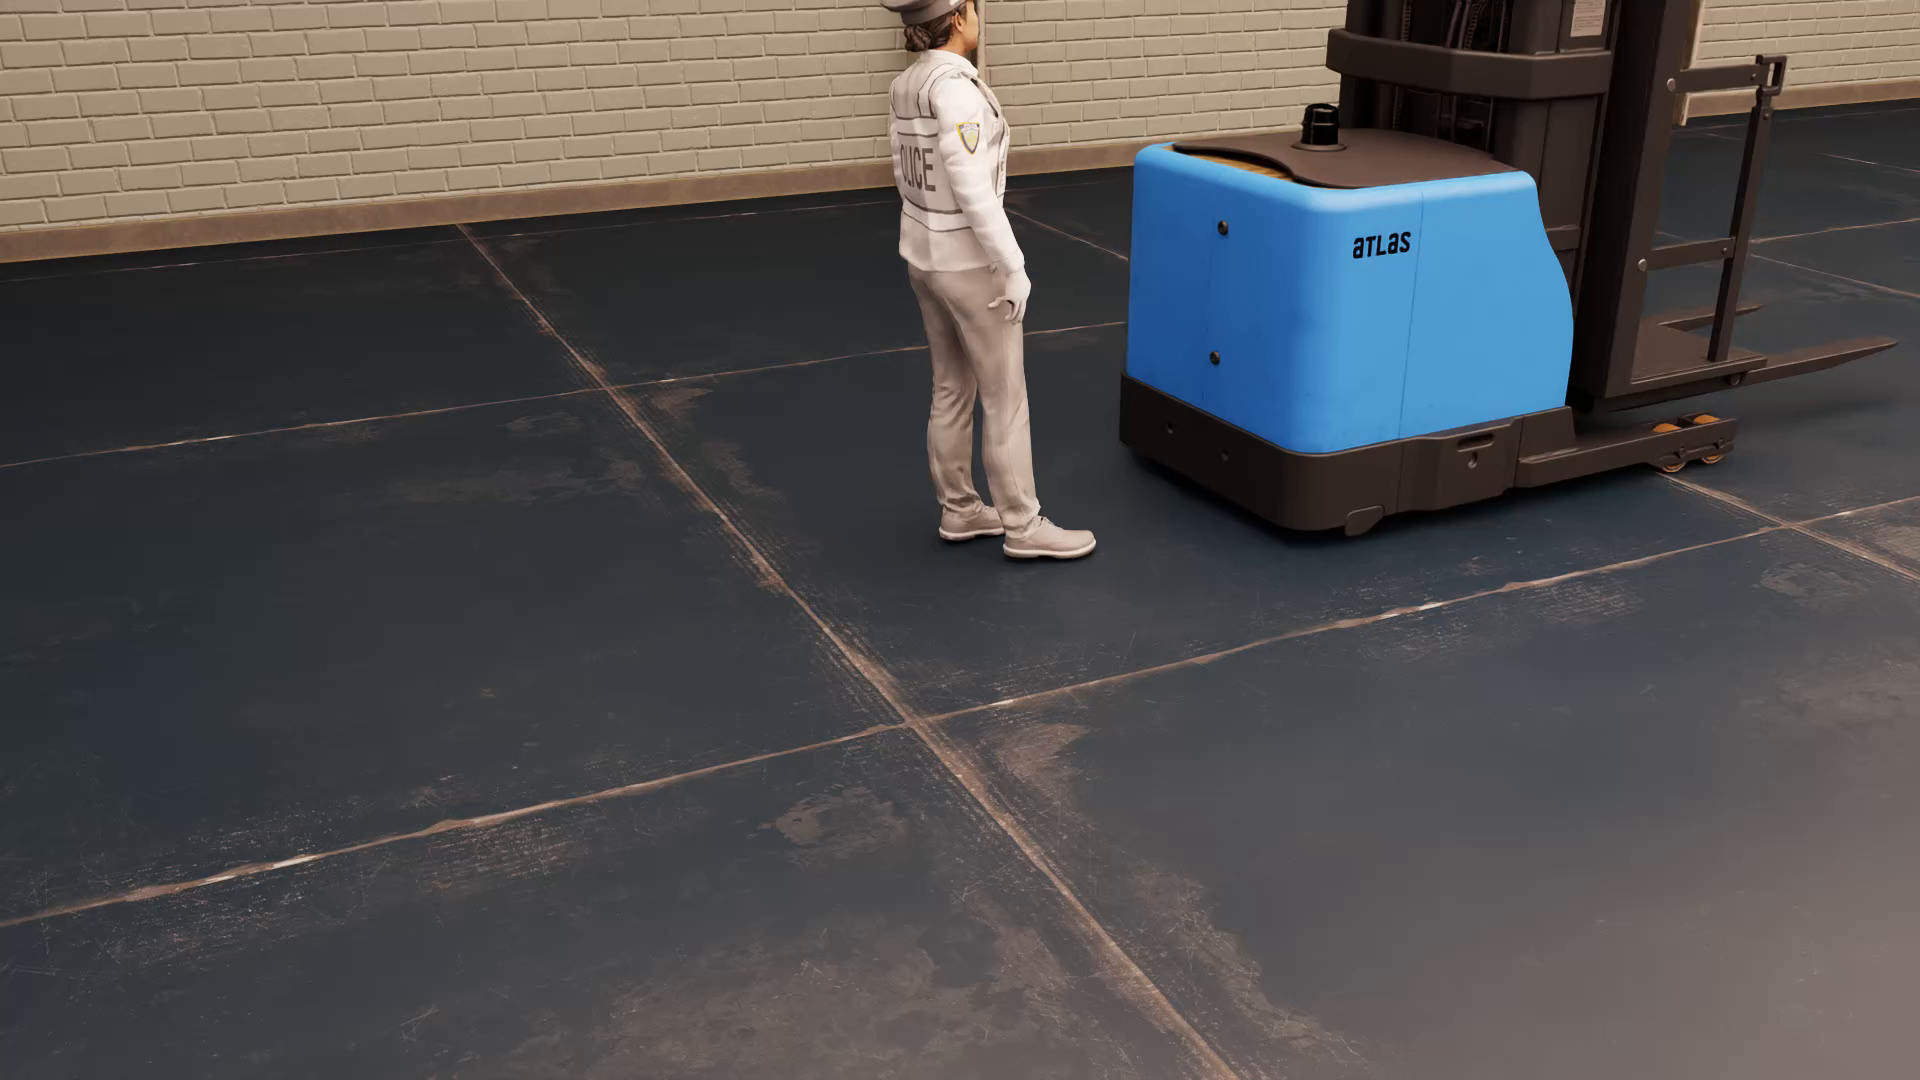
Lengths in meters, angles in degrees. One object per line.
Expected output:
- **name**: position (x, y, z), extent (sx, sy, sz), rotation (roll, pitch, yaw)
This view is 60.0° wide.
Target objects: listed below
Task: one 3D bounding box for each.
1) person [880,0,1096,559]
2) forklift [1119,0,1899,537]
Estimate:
- **person**: position (0.063, -0.798, 4.800), extent (0.534, 1.696, 0.587), rotation (-10, 25, -23)
- **forklift**: position (2.097, -1.748, 5.495), extent (3.031, 2.935, 1.130), rotation (-11, 25, -26)
